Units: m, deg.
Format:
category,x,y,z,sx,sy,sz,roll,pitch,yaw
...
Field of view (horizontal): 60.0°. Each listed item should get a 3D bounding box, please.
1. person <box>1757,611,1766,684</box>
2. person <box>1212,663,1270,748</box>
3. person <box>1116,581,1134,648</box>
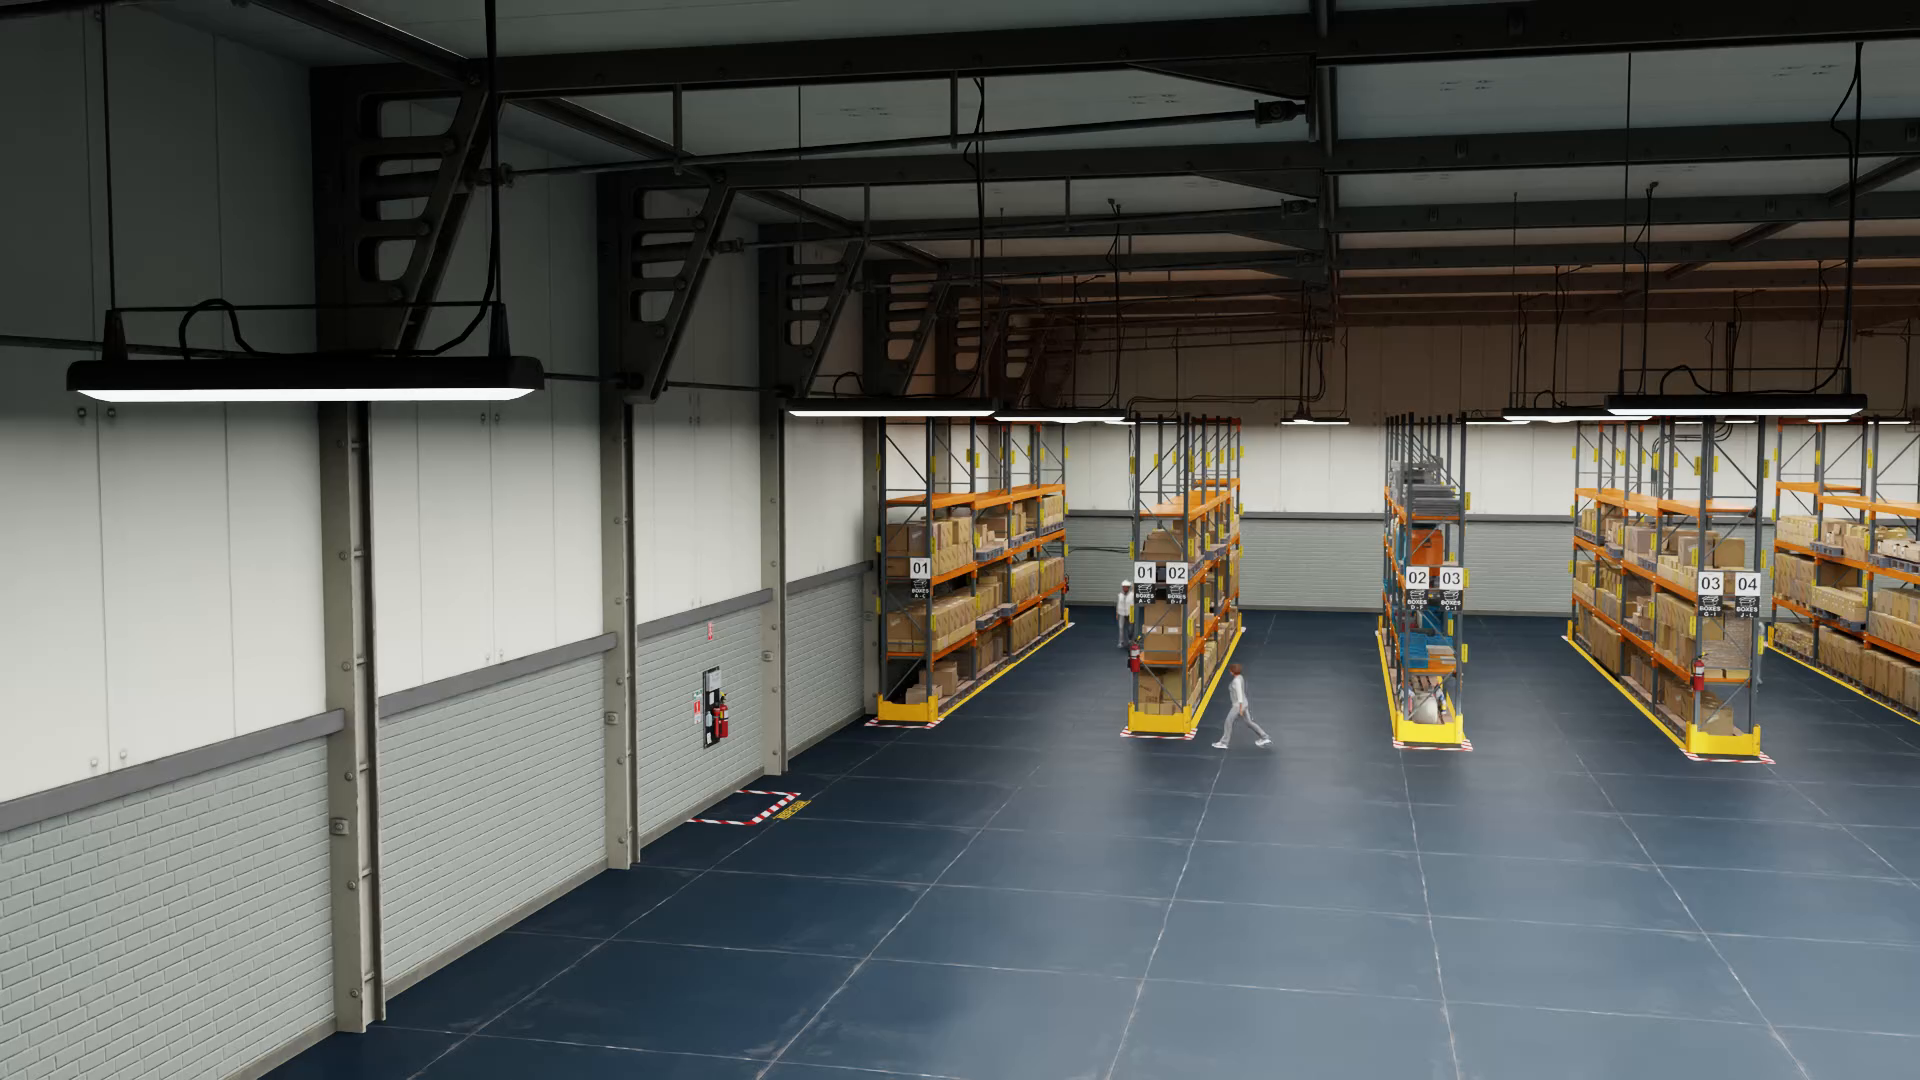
category,x,y,z,sx,sy,sz,roll,pitch,yaw
person,17.804,2.363,37.343,0.549,1.620,1.049,1,4,13
person,5.010,2.945,29.612,1.010,1.535,0.422,1,4,15
person,4.327,1.926,43.249,0.579,1.715,1.074,1,4,14
